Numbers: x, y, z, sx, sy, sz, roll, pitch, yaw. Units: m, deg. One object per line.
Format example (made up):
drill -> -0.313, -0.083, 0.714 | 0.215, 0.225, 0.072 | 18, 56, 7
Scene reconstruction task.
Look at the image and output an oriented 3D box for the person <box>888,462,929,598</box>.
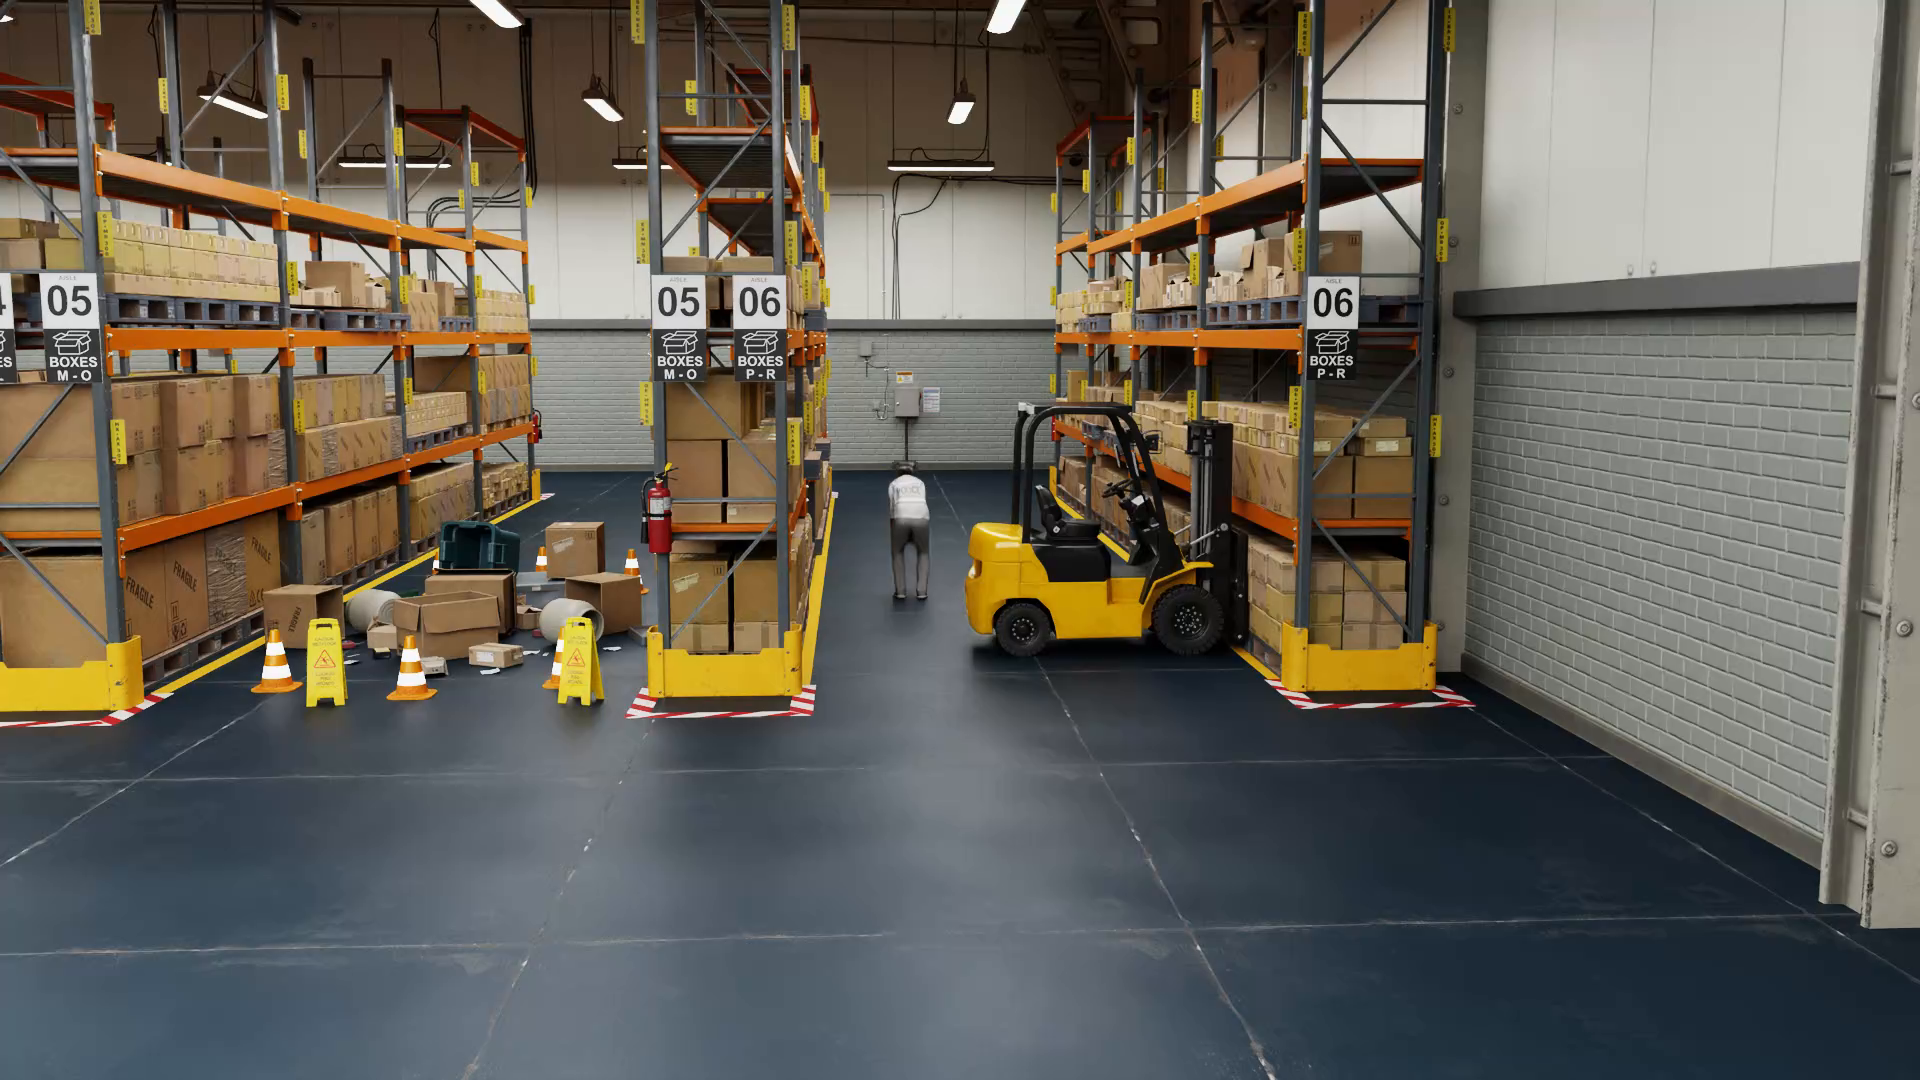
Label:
person -> -0.547, -0.108, 17.664 | 0.418, 1.422, 0.809 | -1, 7, -5
